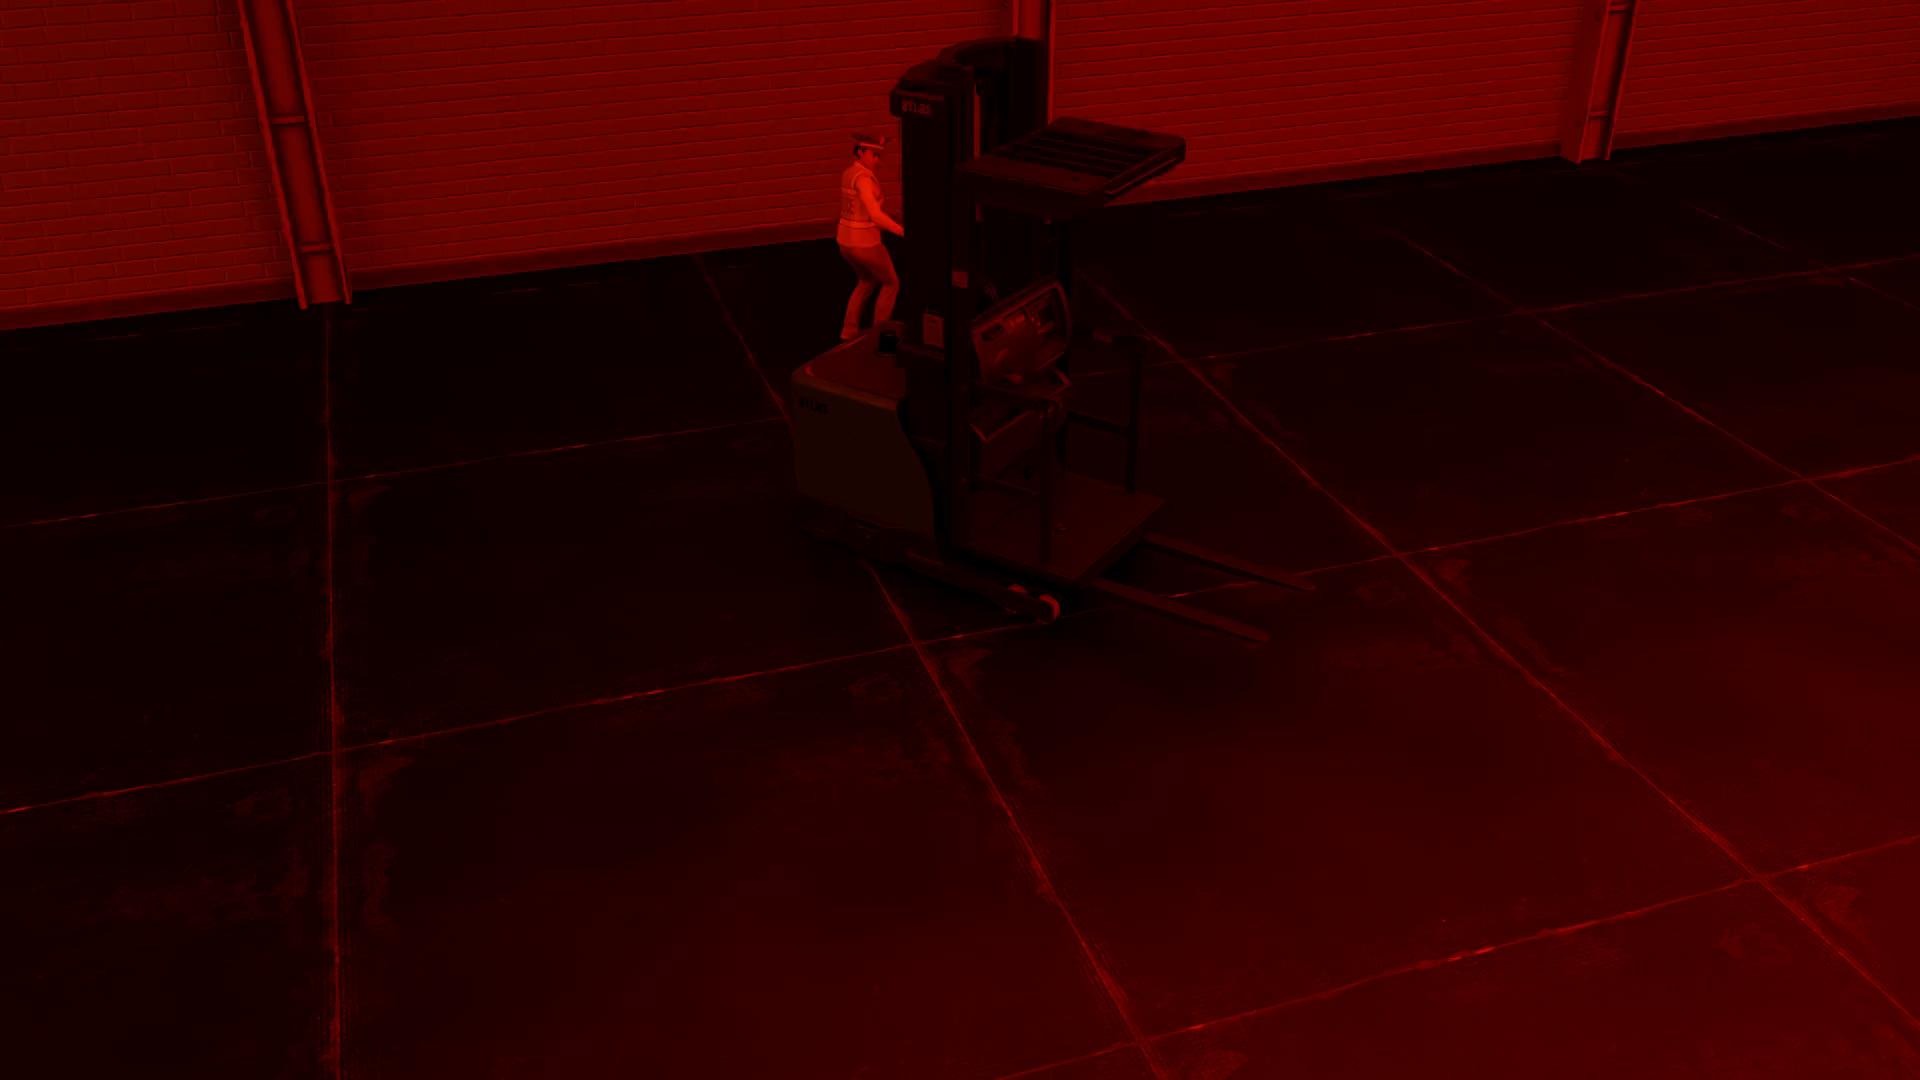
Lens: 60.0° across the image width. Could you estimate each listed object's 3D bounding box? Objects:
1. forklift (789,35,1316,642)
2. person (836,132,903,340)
[{"bbox_3d":[0.511,-1.104,9.005,3.031,2.935,1.130,18,35,29],"label":"forklift"},{"bbox_3d":[-0.635,-2.210,12.291,0.587,1.635,0.730,-18,34,-28],"label":"person"}]
